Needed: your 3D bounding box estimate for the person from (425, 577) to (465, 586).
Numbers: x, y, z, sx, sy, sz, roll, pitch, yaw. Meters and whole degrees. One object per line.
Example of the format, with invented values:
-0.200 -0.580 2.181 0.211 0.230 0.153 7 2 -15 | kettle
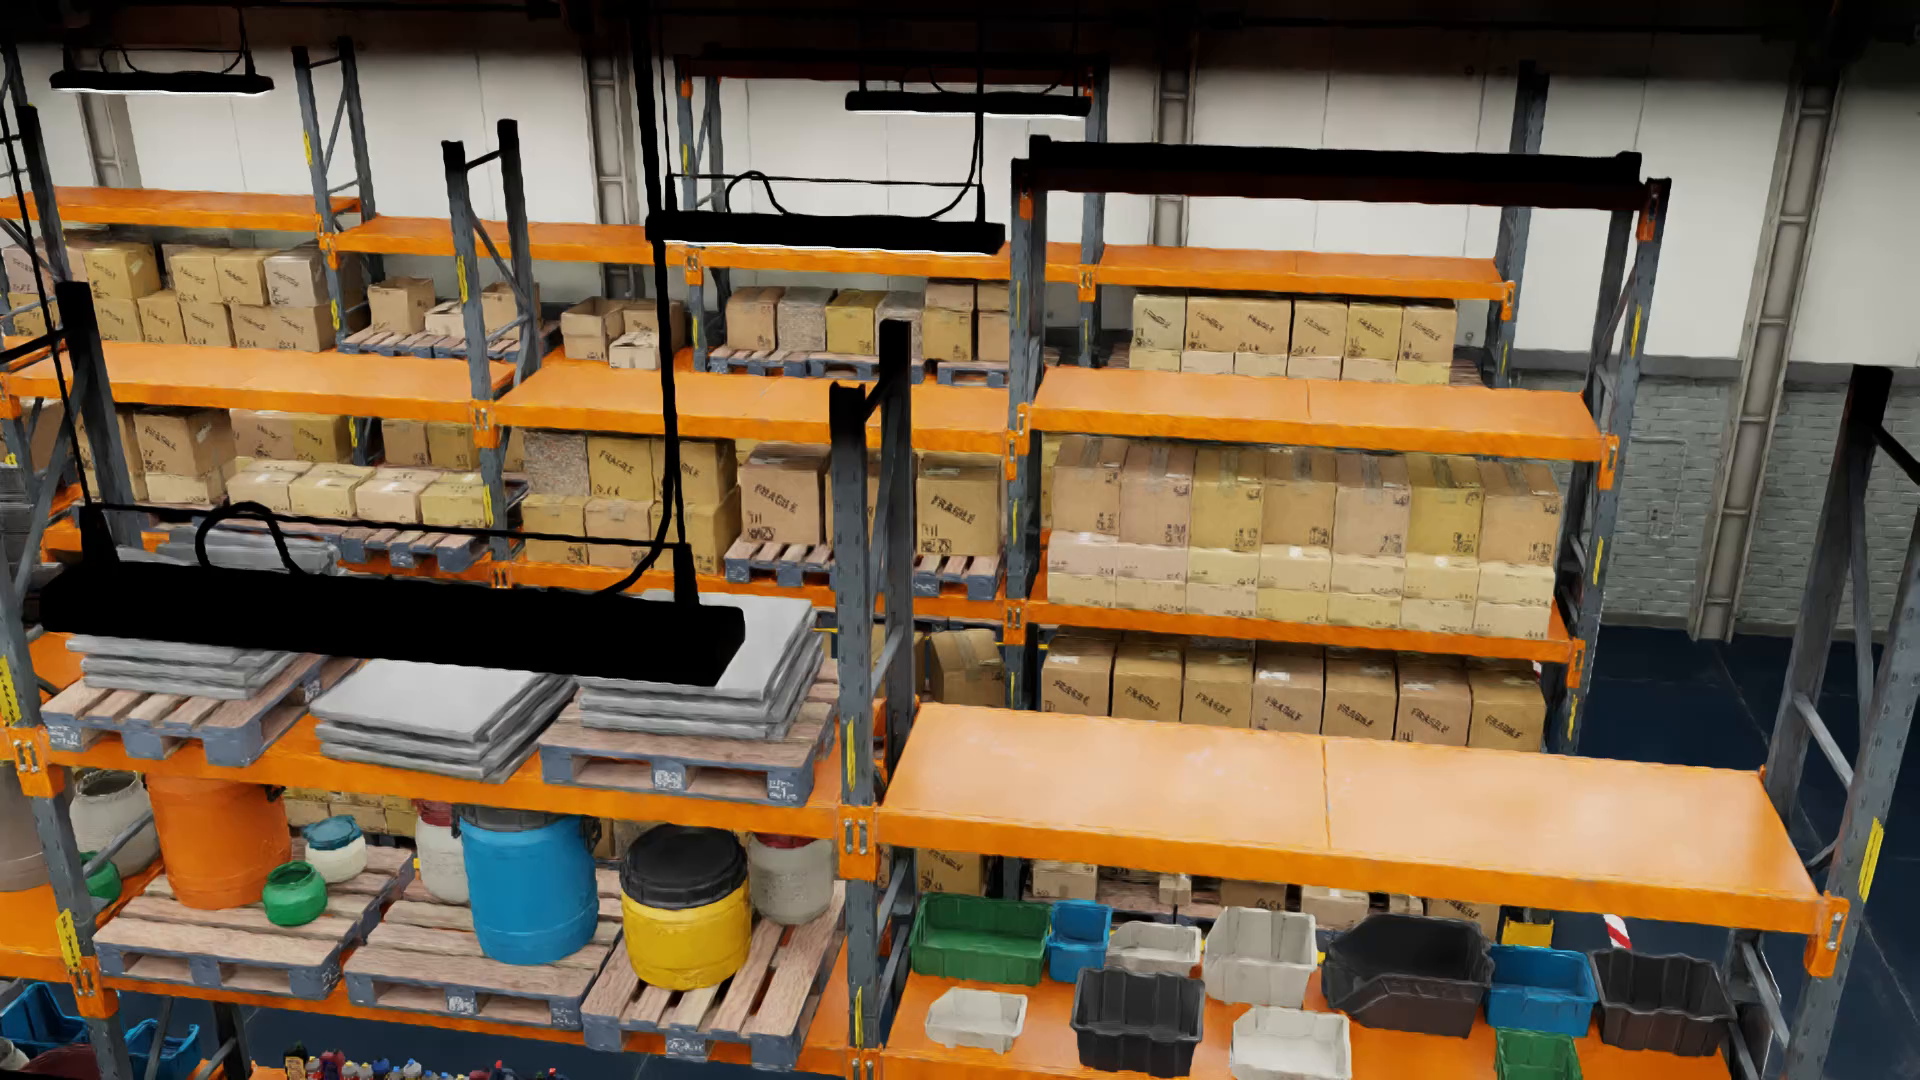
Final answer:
-5.426 0.372 17.419 0.828 1.588 0.621 -3 23 -7 | person
